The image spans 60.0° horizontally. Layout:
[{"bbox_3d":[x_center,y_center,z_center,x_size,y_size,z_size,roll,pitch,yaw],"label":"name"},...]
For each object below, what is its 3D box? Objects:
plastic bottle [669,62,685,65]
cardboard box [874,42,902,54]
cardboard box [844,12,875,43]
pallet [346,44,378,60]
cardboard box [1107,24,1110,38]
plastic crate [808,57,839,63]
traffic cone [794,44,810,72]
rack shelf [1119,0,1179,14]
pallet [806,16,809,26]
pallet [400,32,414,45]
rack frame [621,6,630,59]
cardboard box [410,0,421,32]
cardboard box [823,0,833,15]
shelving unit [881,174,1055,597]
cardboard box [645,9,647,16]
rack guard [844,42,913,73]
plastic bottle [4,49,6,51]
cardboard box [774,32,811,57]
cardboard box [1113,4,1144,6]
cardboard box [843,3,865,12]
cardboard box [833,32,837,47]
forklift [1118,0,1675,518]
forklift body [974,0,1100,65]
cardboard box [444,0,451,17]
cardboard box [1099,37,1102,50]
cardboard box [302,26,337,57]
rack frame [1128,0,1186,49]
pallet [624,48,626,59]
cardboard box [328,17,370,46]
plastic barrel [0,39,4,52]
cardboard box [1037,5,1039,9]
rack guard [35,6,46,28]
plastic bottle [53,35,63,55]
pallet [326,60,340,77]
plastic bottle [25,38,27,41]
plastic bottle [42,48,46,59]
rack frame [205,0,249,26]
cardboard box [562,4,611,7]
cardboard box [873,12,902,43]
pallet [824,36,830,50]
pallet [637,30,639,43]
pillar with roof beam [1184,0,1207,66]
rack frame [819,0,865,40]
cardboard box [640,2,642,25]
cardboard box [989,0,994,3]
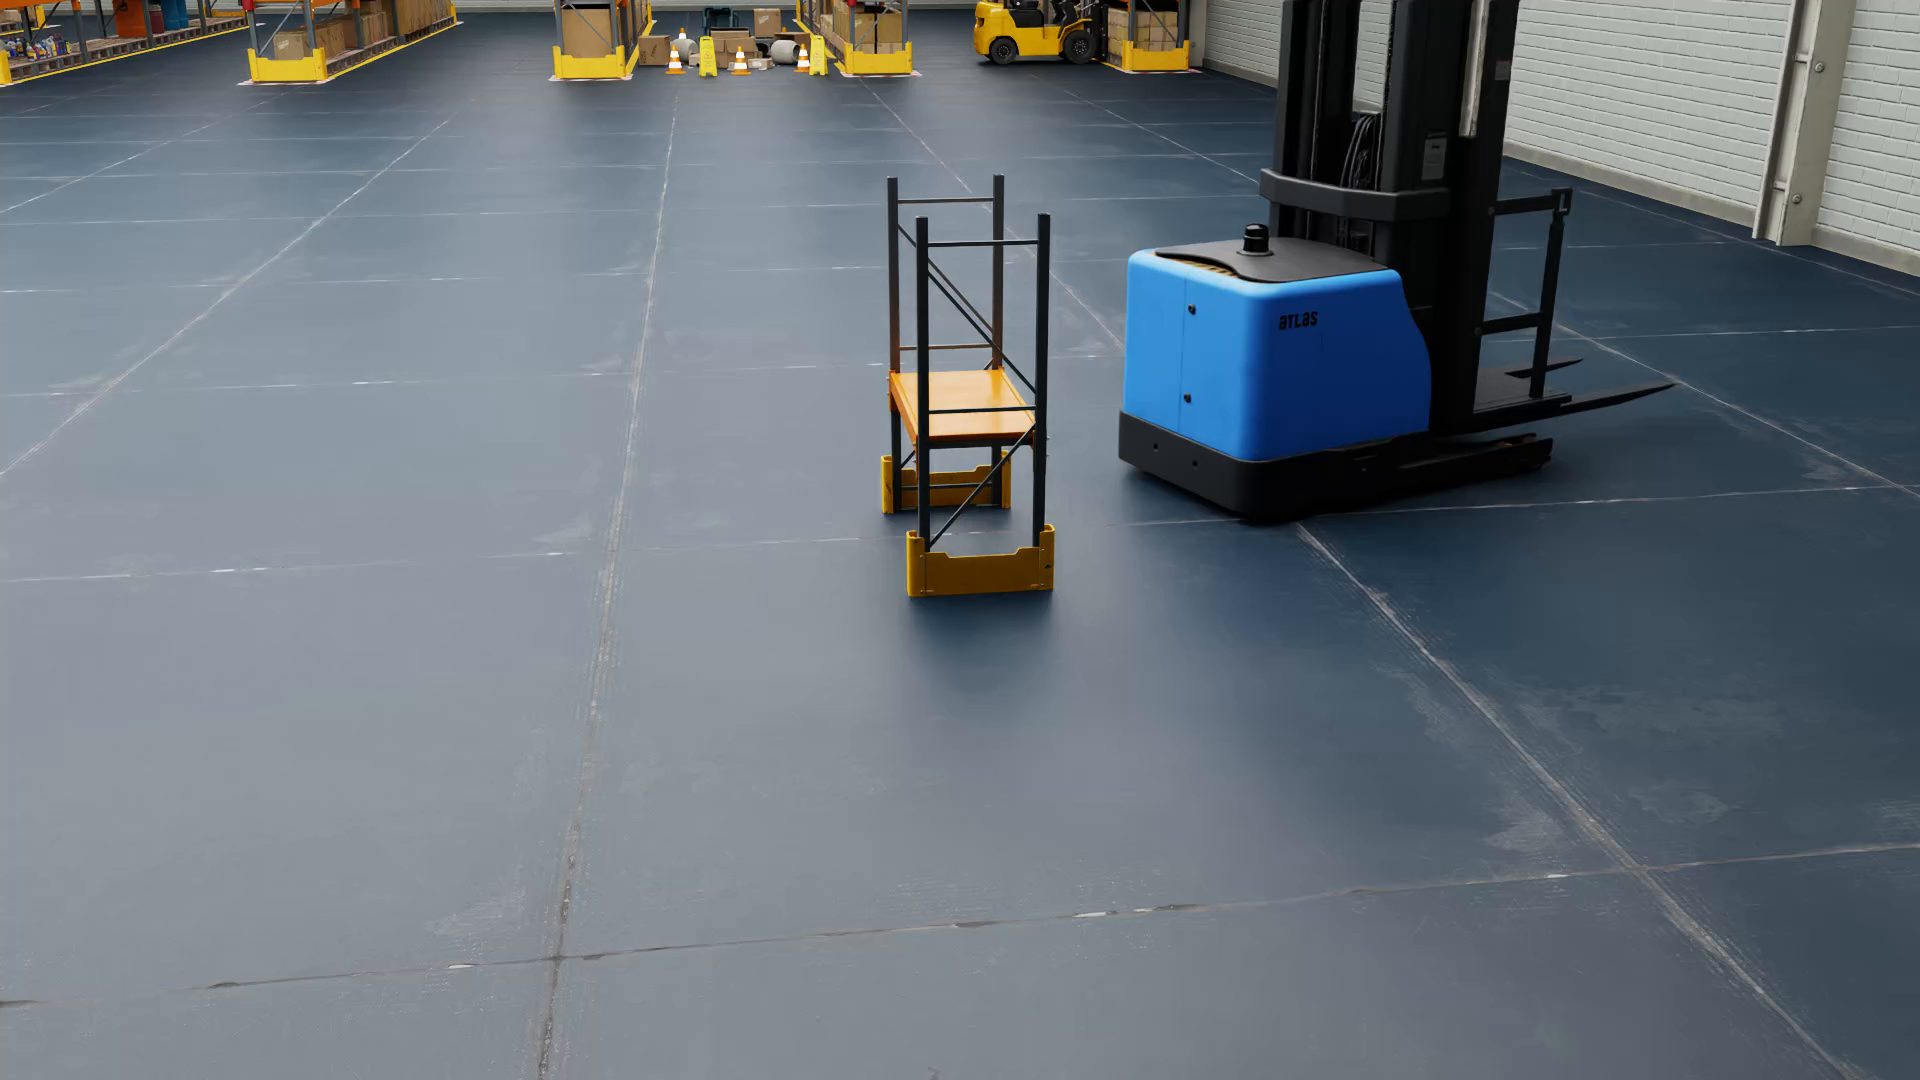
[{"bbox_3d":[-5.210,-8.773,30.617,0.283,0.061,0.133,-11,23,-26],"label":"plastic bottle"},{"bbox_3d":[-1.260,-8.803,29.827,0.500,0.250,0.500,-3,21,-8],"label":"cardboard box"},{"bbox_3d":[-1.791,-9.125,29.618,0.500,0.500,0.500,-3,21,-7],"label":"cardboard box"},{"bbox_3d":[-11.914,-9.449,32.213,1.003,0.211,1.213,-3,21,-8],"label":"pallet"},{"bbox_3d":[2.958,-9.500,30.979,0.500,0.250,0.500,-3,21,-9],"label":"cardboard box"},{"bbox_3d":[-2.579,-9.033,31.287,0.402,0.080,0.583,-11,23,-26],"label":"plastic crate"},{"bbox_3d":[-2.756,-8.496,29.303,0.336,0.463,0.334,-3,21,-8],"label":"traffic cone"},{"bbox_3d":[3.206,-10.208,31.288,1.077,0.370,4.000,-3,21,-8],"label":"rack shelf"},{"bbox_3d":[-3.359,-13.140,42.095,1.003,0.211,1.213,-3,21,-8],"label":"pallet"},{"bbox_3d":[-12.416,-10.841,35.941,1.003,0.211,1.213,-3,21,-8],"label":"pallet"},{"bbox_3d":[-6.878,-10.701,31.580,1.000,3.000,0.127,-3,21,-8],"label":"rack frame"},{"bbox_3d":[-12.577,-11.621,36.480,1.225,0.875,0.875,-3,21,-8],"label":"cardboard box"},{"bbox_3d":[-2.588,-11.815,37.000,0.875,0.875,0.875,-3,21,-8],"label":"cardboard box"},{"bbox_3d":[0.011,-0.676,6.883,0.587,1.500,1.083,-3,21,-8],"label":"shelving unit"},{"bbox_3d":[-8.188,-13.461,42.445,0.380,0.149,0.250,-2,21,-6],"label":"cardboard box"},{"bbox_3d":[-1.428,-8.456,29.142,1.175,0.500,0.348,-3,21,-8],"label":"rack guard"},{"bbox_3d":[-16.732,-8.510,29.083,0.097,0.201,0.097,0,20,0],"label":"plastic bottle"},{"bbox_3d":[-3.186,-9.376,31.602,0.500,0.500,0.500,12,24,29],"label":"cardboard box"},{"bbox_3d":[3.268,-10.279,32.351,0.500,0.250,0.500,-3,21,-9],"label":"cardboard box"},{"bbox_3d":[-1.910,-9.552,29.836,0.380,0.149,0.250,-2,21,-6],"label":"cardboard box"},{"bbox_3d":[-2.176,-9.676,32.167,0.500,0.250,0.500,-4,21,-10],"label":"cardboard box"},{"bbox_3d":[2.305,-1.828,7.922,3.031,2.935,1.130,-11,23,-28],"label":"forklift"},{"bbox_3d":[1.415,-10.019,30.968,2.313,2.155,1.214,-3,21,-8],"label":"forklift body"},{"bbox_3d":[-13.359,-13.624,41.844,0.875,0.875,0.875,-3,21,-8],"label":"cardboard box"},{"bbox_3d":[2.891,-9.433,31.514,0.500,0.250,0.500,-2,21,-6],"label":"cardboard box"},{"bbox_3d":[-11.525,-8.962,29.897,0.500,0.500,0.500,-5,21,-13],"label":"cardboard box"},{"bbox_3d":[3.494,-9.852,29.308,1.000,3.000,0.127,-3,21,-8],"label":"rack frame"},{"bbox_3d":[-6.846,-9.127,31.353,1.003,0.211,1.213,-3,21,-8],"label":"pallet"},{"bbox_3d":[-11.918,-9.901,32.381,0.700,0.500,0.500,-3,21,-8],"label":"cardboard box"},{"bbox_3d":[-16.368,-8.280,28.053,0.421,0.512,0.421,0,20,0],"label":"plastic barrel"},{"bbox_3d":[2.005,-11.957,37.916,0.500,0.500,0.500,-3,21,-9],"label":"cardboard box"},{"bbox_3d":[-23.323,-12.945,41.161,1.175,0.500,0.348,-3,21,-8],"label":"rack guard"},{"bbox_3d":[-16.296,-8.926,29.986,0.144,0.351,0.185,-4,21,-10],"label":"plastic bottle"},{"bbox_3d":[-11.317,-8.104,28.612,1.003,0.211,1.213,-3,21,-8],"label":"pallet"},{"bbox_3d":[-16.911,-8.932,30.098,0.061,0.283,0.133,-3,21,-8],"label":"plastic bottle"},{"bbox_3d":[-16.156,-8.577,29.265,0.097,0.201,0.097,0,20,0],"label":"plastic bottle"},{"bbox_3d":[-18.432,-14.391,41.459,1.000,3.000,0.127,-3,21,-8],"label":"rack frame"},{"bbox_3d":[-6.593,-9.053,29.605,0.875,0.875,0.875,-3,21,-9],"label":"cardboard box"},{"bbox_3d":[-1.264,-9.162,29.718,0.500,0.500,0.500,-4,21,-10],"label":"cardboard box"},{"bbox_3d":[-2.287,-10.372,34.685,1.003,0.211,1.213,-3,21,-8],"label":"pallet"},{"bbox_3d":[-7.566,-11.050,36.501,1.003,0.211,1.213,-3,21,-8],"label":"pallet"},{"bbox_3d":[0.025,-12.732,28.444,9.100,9.000,0.400,-3,21,-8],"label":"pillar with roof beam"},{"bbox_3d":[-2.571,-12.371,36.050,1.000,3.000,0.127,-3,21,-8],"label":"rack frame"},{"bbox_3d":[-7.675,-12.253,38.708,0.500,0.500,0.500,-3,21,-9],"label":"cardboard box"},{"bbox_3d":[1.182,-14.203,43.924,0.797,0.503,0.637,-4,21,-10],"label":"cardboard box"}]
